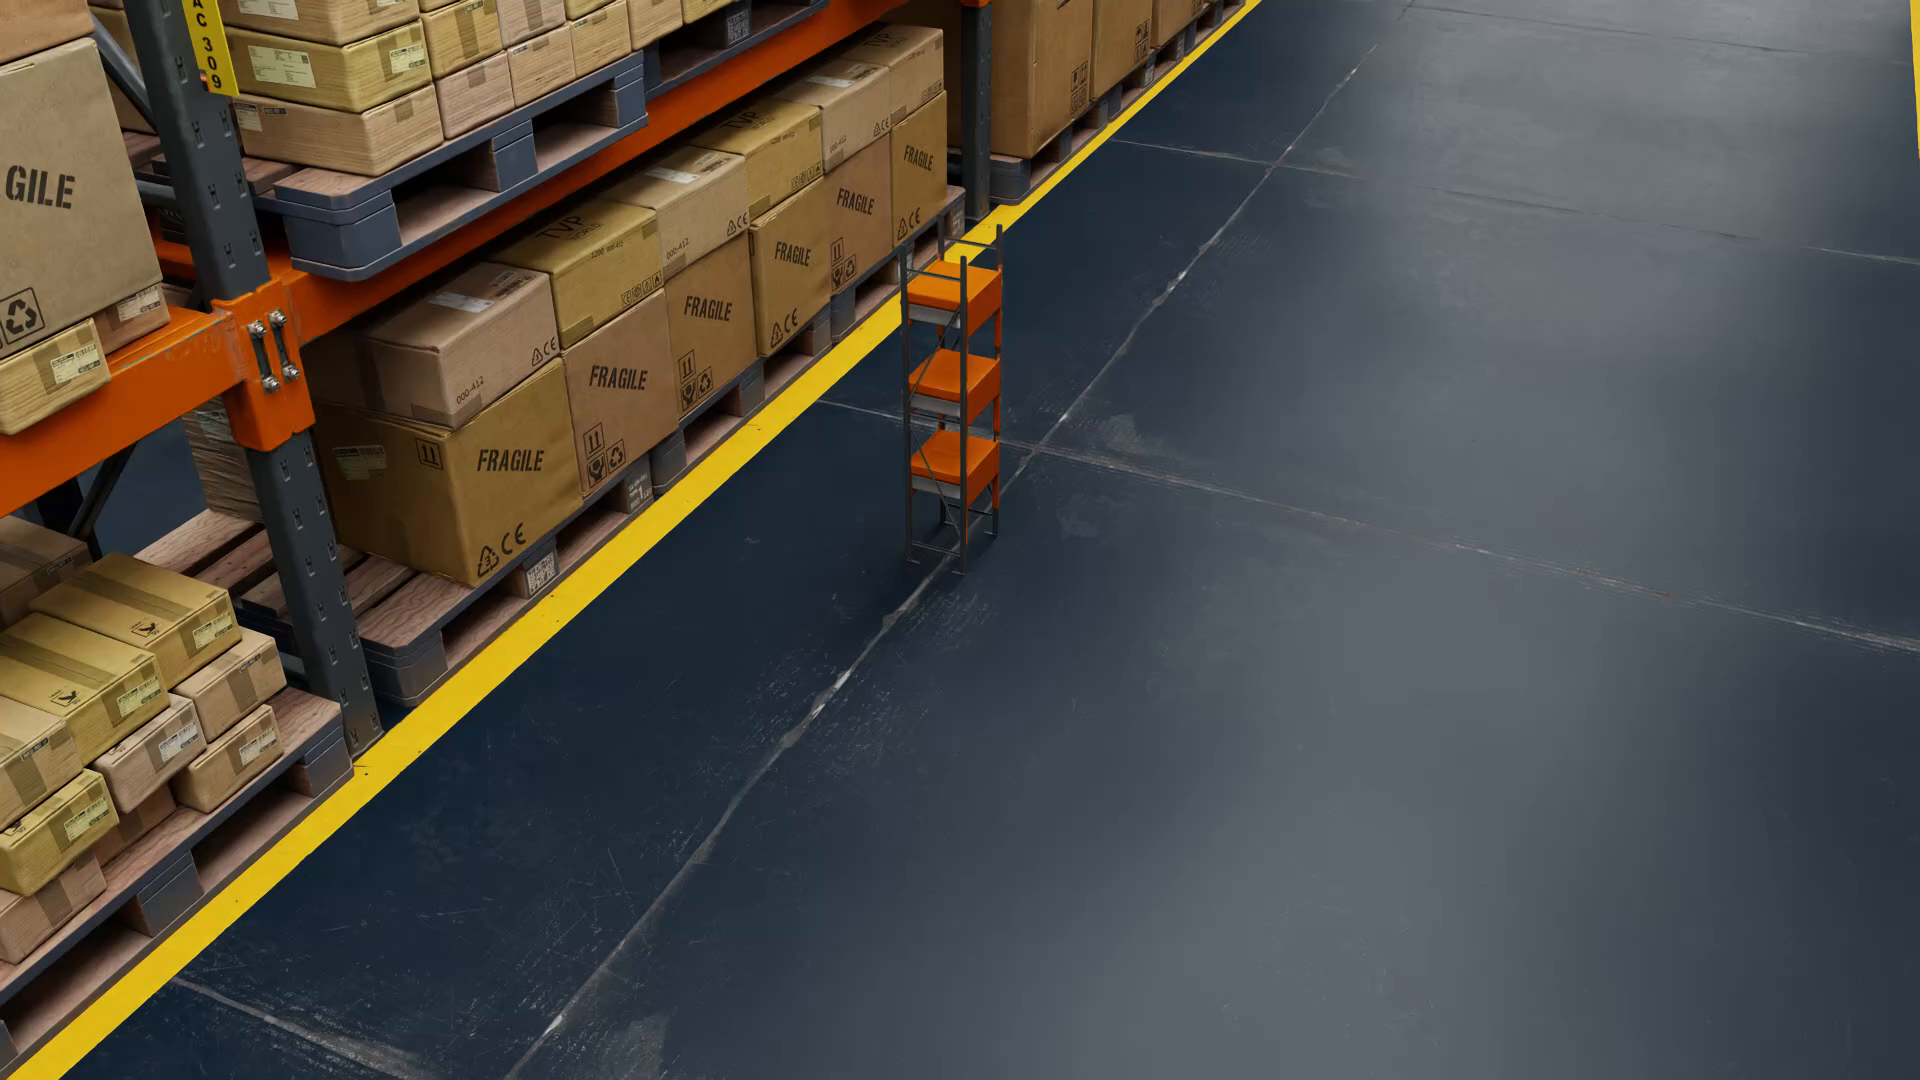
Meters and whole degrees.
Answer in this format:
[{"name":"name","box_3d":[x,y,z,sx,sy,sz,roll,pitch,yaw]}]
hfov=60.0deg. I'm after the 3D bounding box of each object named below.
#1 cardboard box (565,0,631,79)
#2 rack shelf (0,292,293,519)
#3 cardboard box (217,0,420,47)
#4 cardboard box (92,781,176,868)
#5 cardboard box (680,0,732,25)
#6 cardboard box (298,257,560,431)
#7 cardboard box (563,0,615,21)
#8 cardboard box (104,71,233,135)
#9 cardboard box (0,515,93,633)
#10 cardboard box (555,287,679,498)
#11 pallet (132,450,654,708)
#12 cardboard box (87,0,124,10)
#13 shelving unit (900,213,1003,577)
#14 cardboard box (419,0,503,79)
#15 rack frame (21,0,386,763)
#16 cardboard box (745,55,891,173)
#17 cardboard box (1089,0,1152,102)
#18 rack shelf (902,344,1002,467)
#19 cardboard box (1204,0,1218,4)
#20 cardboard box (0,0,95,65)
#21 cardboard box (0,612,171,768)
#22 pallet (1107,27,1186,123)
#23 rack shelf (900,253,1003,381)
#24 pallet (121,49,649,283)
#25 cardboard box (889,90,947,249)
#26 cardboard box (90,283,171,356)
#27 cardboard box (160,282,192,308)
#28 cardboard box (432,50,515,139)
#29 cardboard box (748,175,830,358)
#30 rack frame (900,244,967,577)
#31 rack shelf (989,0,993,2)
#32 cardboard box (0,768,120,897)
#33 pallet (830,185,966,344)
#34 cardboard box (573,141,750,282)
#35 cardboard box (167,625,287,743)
[{"name":"cardboard box","box_3d":[-1.111,-1.363,4.439,0.380,0.149,0.250,15,36,21]},{"name":"rack shelf","box_3d":[-2.855,0.483,2.434,1.077,0.370,4.000,14,36,20]},{"name":"cardboard box","box_3d":[-1.436,-1.224,3.685,0.380,0.149,0.250,16,37,23]},{"name":"cardboard box","box_3d":[-2.058,0.586,3.837,0.380,0.149,0.250,15,36,22]},{"name":"cardboard box","box_3d":[-0.894,-1.627,4.842,0.380,0.149,0.250,14,36,20]},{"name":"cardboard box","box_3d":[-1.469,-0.565,4.589,0.500,0.250,0.500,13,35,18]},{"name":"cardboard box","box_3d":[-1.113,-1.487,4.358,0.380,0.149,0.250,13,35,18]},{"name":"cardboard box","box_3d":[-2.032,-1.128,4.080,0.380,0.149,0.250,13,36,19]},{"name":"cardboard box","box_3d":[-2.351,0.078,4.070,0.380,0.149,0.250,16,36,22]},{"name":"cardboard box","box_3d":[-1.248,-0.515,5.197,0.500,0.500,0.500,16,36,23]},{"name":"pallet","box_3d":[-1.694,-0.036,5.112,1.003,0.211,1.213,14,36,20]},{"name":"cardboard box","box_3d":[-2.028,-1.378,3.920,0.380,0.149,0.250,16,36,23]},{"name":"shelving unit","box_3d":[-0.022,-0.412,4.921,0.215,1.050,0.252,14,36,20]},{"name":"cardboard box","box_3d":[-1.329,-1.229,3.964,0.380,0.149,0.250,13,36,20]},{"name":"rack frame","box_3d":[-2.018,-0.814,3.756,1.000,3.000,0.127,14,36,20]},{"name":"cardboard box","box_3d":[-0.594,-1.595,6.160,0.500,0.250,0.500,15,36,21]},{"name":"cardboard box","box_3d":[0.354,-2.760,8.392,1.050,0.750,0.750,15,36,21]},{"name":"rack shelf","box_3d":[-0.022,-0.404,4.927,0.215,0.259,0.240,14,36,20]},{"name":"cardboard box","box_3d":[1.151,-3.703,9.831,1.050,0.750,0.750,14,36,20]},{"name":"cardboard box","box_3d":[-1.969,-1.102,2.921,0.500,0.500,0.500,13,35,19]},{"name":"cardboard box","box_3d":[-2.002,0.327,3.690,0.380,0.149,0.250,15,36,21]},{"name":"pallet","box_3d":[0.565,-2.621,9.054,1.003,0.211,1.213,14,36,20]},{"name":"rack shelf","box_3d":[-0.022,-0.641,4.772,0.215,0.259,0.240,14,36,20]},{"name":"pallet","box_3d":[-1.566,-1.081,4.338,1.003,0.211,1.213,14,36,20]},{"name":"cardboard box","box_3d":[-0.383,-1.549,6.773,0.500,0.500,0.500,14,36,20]},{"name":"cardboard box","box_3d":[-1.925,-0.513,3.526,0.380,0.149,0.250,14,36,20]},{"name":"cardboard box","box_3d":[-1.936,-0.687,4.775,0.500,0.250,0.500,13,36,19]},{"name":"cardboard box","box_3d":[-1.325,-1.115,4.060,0.380,0.149,0.250,15,36,21]},{"name":"cardboard box","box_3d":[-0.810,-1.024,5.973,0.500,0.500,0.500,13,35,18]},{"name":"rack frame","box_3d":[-0.073,-0.352,4.829,0.200,1.050,0.008,14,36,20]},{"name":"rack shelf","box_3d":[0.492,-3.501,8.510,1.077,0.370,4.000,14,36,20]},{"name":"cardboard box","box_3d":[-2.059,0.583,3.571,0.380,0.149,0.250,13,35,19]},{"name":"pallet","box_3d":[-0.673,-1.251,6.966,1.003,0.211,1.213,14,36,20]},{"name":"cardboard box","box_3d":[-1.031,-1.084,5.380,0.500,0.250,0.500,16,36,22]},{"name":"cardboard box","box_3d":[-1.861,0.308,3.990,0.380,0.149,0.250,15,36,21]}]
